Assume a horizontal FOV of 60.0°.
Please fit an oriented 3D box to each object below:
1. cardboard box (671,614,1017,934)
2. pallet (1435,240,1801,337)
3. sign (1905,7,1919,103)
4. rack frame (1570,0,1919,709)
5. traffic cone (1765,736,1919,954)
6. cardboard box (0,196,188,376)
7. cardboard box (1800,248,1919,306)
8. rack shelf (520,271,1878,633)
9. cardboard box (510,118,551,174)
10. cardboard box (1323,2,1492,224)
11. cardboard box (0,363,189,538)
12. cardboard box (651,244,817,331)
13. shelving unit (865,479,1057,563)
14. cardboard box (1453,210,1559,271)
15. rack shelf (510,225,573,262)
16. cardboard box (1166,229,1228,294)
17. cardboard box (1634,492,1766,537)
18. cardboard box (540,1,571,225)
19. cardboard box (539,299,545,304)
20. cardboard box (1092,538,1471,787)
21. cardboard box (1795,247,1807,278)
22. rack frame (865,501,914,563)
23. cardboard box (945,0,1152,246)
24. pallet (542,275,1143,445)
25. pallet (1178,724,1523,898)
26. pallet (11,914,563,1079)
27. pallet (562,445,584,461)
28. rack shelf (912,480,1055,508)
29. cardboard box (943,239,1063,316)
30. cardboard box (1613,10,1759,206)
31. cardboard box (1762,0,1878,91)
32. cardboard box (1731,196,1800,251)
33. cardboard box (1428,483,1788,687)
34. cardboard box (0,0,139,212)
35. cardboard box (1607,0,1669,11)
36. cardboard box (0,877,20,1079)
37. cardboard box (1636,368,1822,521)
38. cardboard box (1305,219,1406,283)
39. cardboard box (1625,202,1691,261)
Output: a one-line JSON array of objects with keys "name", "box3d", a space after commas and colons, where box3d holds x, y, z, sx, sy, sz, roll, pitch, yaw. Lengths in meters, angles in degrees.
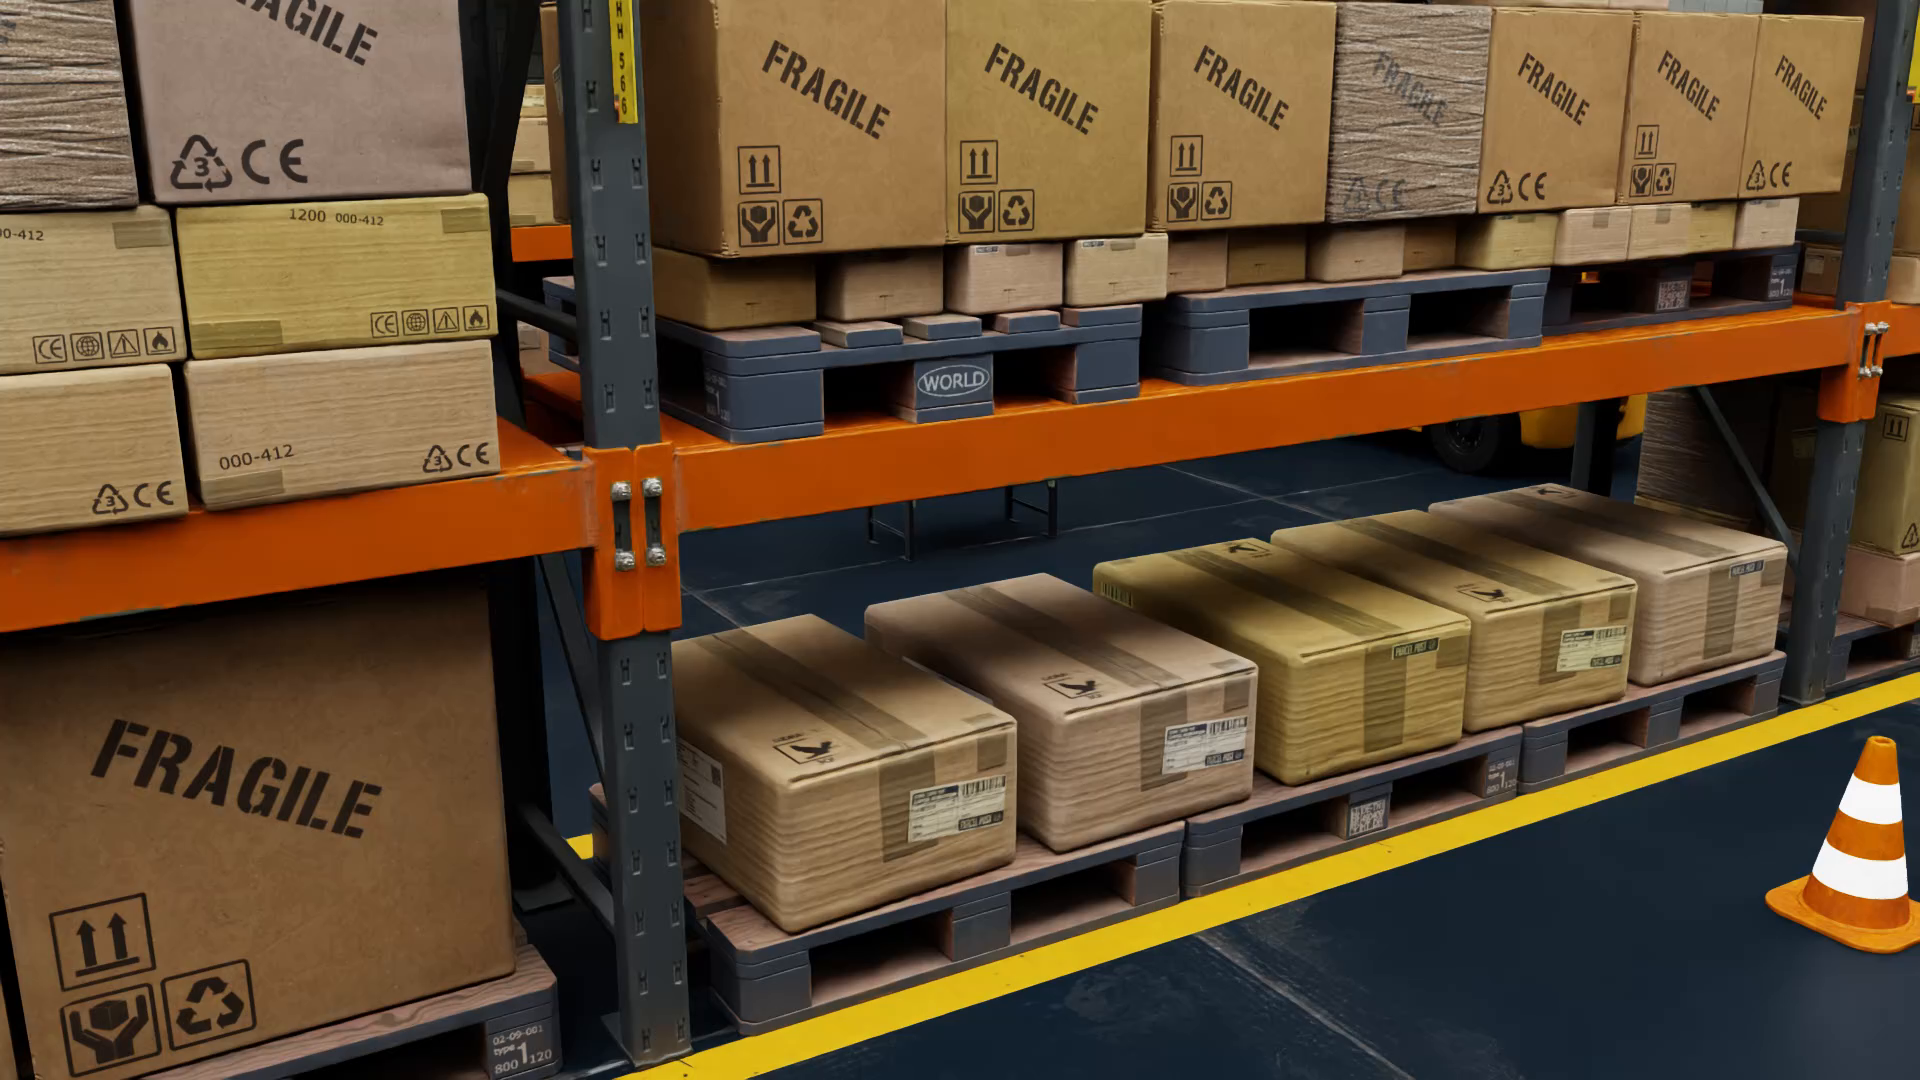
[{"name": "cardboard box", "box3d": [-0.386, 0.526, 4.066, 0.625, 0.372, 0.950, -11, 19, -33]}, {"name": "pallet", "box3d": [1.823, -0.852, 5.246, 1.213, 0.211, 1.003, -9, 18, -30]}, {"name": "sign", "box3d": [2.842, -1.446, 4.867, 0.005, 0.325, 0.100, -9, 18, -30]}, {"name": "rack frame", "box3d": [2.553, -1.017, 5.479, 0.127, 3.000, 1.000, -9, 18, -30]}, {"name": "traffic cone", "box3d": [2.211, 0.701, 4.051, 0.334, 0.463, 0.336, -9, 18, -30]}, {"name": "cardboard box", "box3d": [-1.598, -0.431, 2.741, 0.500, 0.250, 0.500, -10, 18, -31]}, {"name": "cardboard box", "box3d": [2.988, -0.865, 5.405, 0.250, 0.149, 0.380, -9, 18, -30]}, {"name": "rack shelf", "box3d": [0.839, -0.392, 4.585, 4.000, 0.370, 1.077, -9, 18, -30]}, {"name": "cardboard box", "box3d": [-2.041, -1.920, 8.054, 0.500, 0.250, 0.500, -10, 18, -31]}, {"name": "cardboard box", "box3d": [0.957, -1.080, 4.192, 0.500, 0.500, 0.500, -10, 19, -32]}, {"name": "cardboard box", "box3d": [-1.605, -0.183, 2.785, 0.500, 0.250, 0.500, -9, 18, -29]}, {"name": "cardboard box", "box3d": [-0.501, -0.544, 3.481, 0.250, 0.149, 0.380, -10, 19, -33]}, {"name": "shelving unit", "box3d": [0.006, -0.723, 7.211, 0.755, 1.500, 0.431, -9, 18, -30]}, {"name": "cardboard box", "box3d": [1.372, -0.824, 4.480, 0.250, 0.149, 0.380, -9, 18, -30]}, {"name": "rack shelf", "box3d": [-1.721, -1.540, 8.680, 4.000, 0.370, 1.077, -9, 18, -30]}, {"name": "cardboard box", "box3d": [0.429, -0.688, 3.994, 0.250, 0.149, 0.380, -8, 18, -26]}, {"name": "cardboard box", "box3d": [2.921, -0.039, 6.309, 0.500, 0.250, 0.500, -8, 18, -27]}, {"name": "cardboard box", "box3d": [-0.629, -0.982, 3.840, 0.500, 0.500, 0.500, -10, 18, -31]}, {"name": "cardboard box", "box3d": [-1.760, -0.937, 8.817, 0.625, 0.625, 0.875, -10, 19, -32]}, {"name": "cardboard box", "box3d": [0.895, 0.318, 4.810, 0.625, 0.372, 0.950, -9, 18, -28]}, {"name": "cardboard box", "box3d": [2.882, -1.047, 6.054, 0.250, 0.149, 0.380, -9, 18, -28]}, {"name": "rack frame", "box3d": [-0.308, -0.672, 7.029, 0.023, 1.500, 0.400, -9, 18, -30]}, {"name": "cardboard box", "box3d": [0.072, -0.937, 3.682, 0.500, 0.500, 0.500, -8, 18, -27]}, {"name": "pallet", "box3d": [-0.320, -0.492, 3.963, 1.003, 0.211, 1.213, -9, 18, -30]}, {"name": "pallet", "box3d": [0.840, 0.605, 4.860, 1.213, 0.211, 1.003, -9, 18, -30]}, {"name": "pallet", "box3d": [-1.590, 0.974, 3.543, 1.213, 0.211, 1.003, -9, 18, -30]}, {"name": "pallet", "box3d": [-1.665, -0.540, 8.944, 1.213, 0.211, 1.003, -9, 18, -30]}, {"name": "rack shelf", "box3d": [0.006, -0.409, 7.299, 0.720, 0.370, 0.431, -9, 18, -30]}, {"name": "cardboard box", "box3d": [0.017, -0.603, 3.691, 0.250, 0.149, 0.380, -11, 19, -33]}, {"name": "cardboard box", "box3d": [1.851, -1.224, 4.704, 0.500, 0.500, 0.500, -9, 18, -29]}, {"name": "cardboard box", "box3d": [3.042, -1.700, 5.330, 0.500, 0.500, 0.700, -9, 18, -30]}, {"name": "cardboard box", "box3d": [2.254, -0.963, 4.974, 0.250, 0.149, 0.380, -9, 18, -29]}, {"name": "cardboard box", "box3d": [2.105, 0.120, 5.515, 0.625, 0.372, 0.950, -9, 18, -29]}, {"name": "cardboard box", "box3d": [-1.620, -0.785, 2.614, 0.500, 0.500, 0.500, -9, 18, -29]}, {"name": "cardboard box", "box3d": [1.690, -1.507, 4.514, 0.250, 0.149, 0.380, -10, 18, -31]}, {"name": "cardboard box", "box3d": [-2.277, 0.560, 3.013, 0.875, 0.875, 0.875, -9, 18, -29]}, {"name": "cardboard box", "box3d": [2.922, -0.400, 6.207, 0.500, 0.500, 0.500, -9, 18, -30]}, {"name": "cardboard box", "box3d": [0.909, -0.757, 4.242, 0.250, 0.149, 0.380, -9, 18, -28]}, {"name": "cardboard box", "box3d": [1.816, -0.886, 4.700, 0.250, 0.149, 0.380, -10, 18, -31]}]
